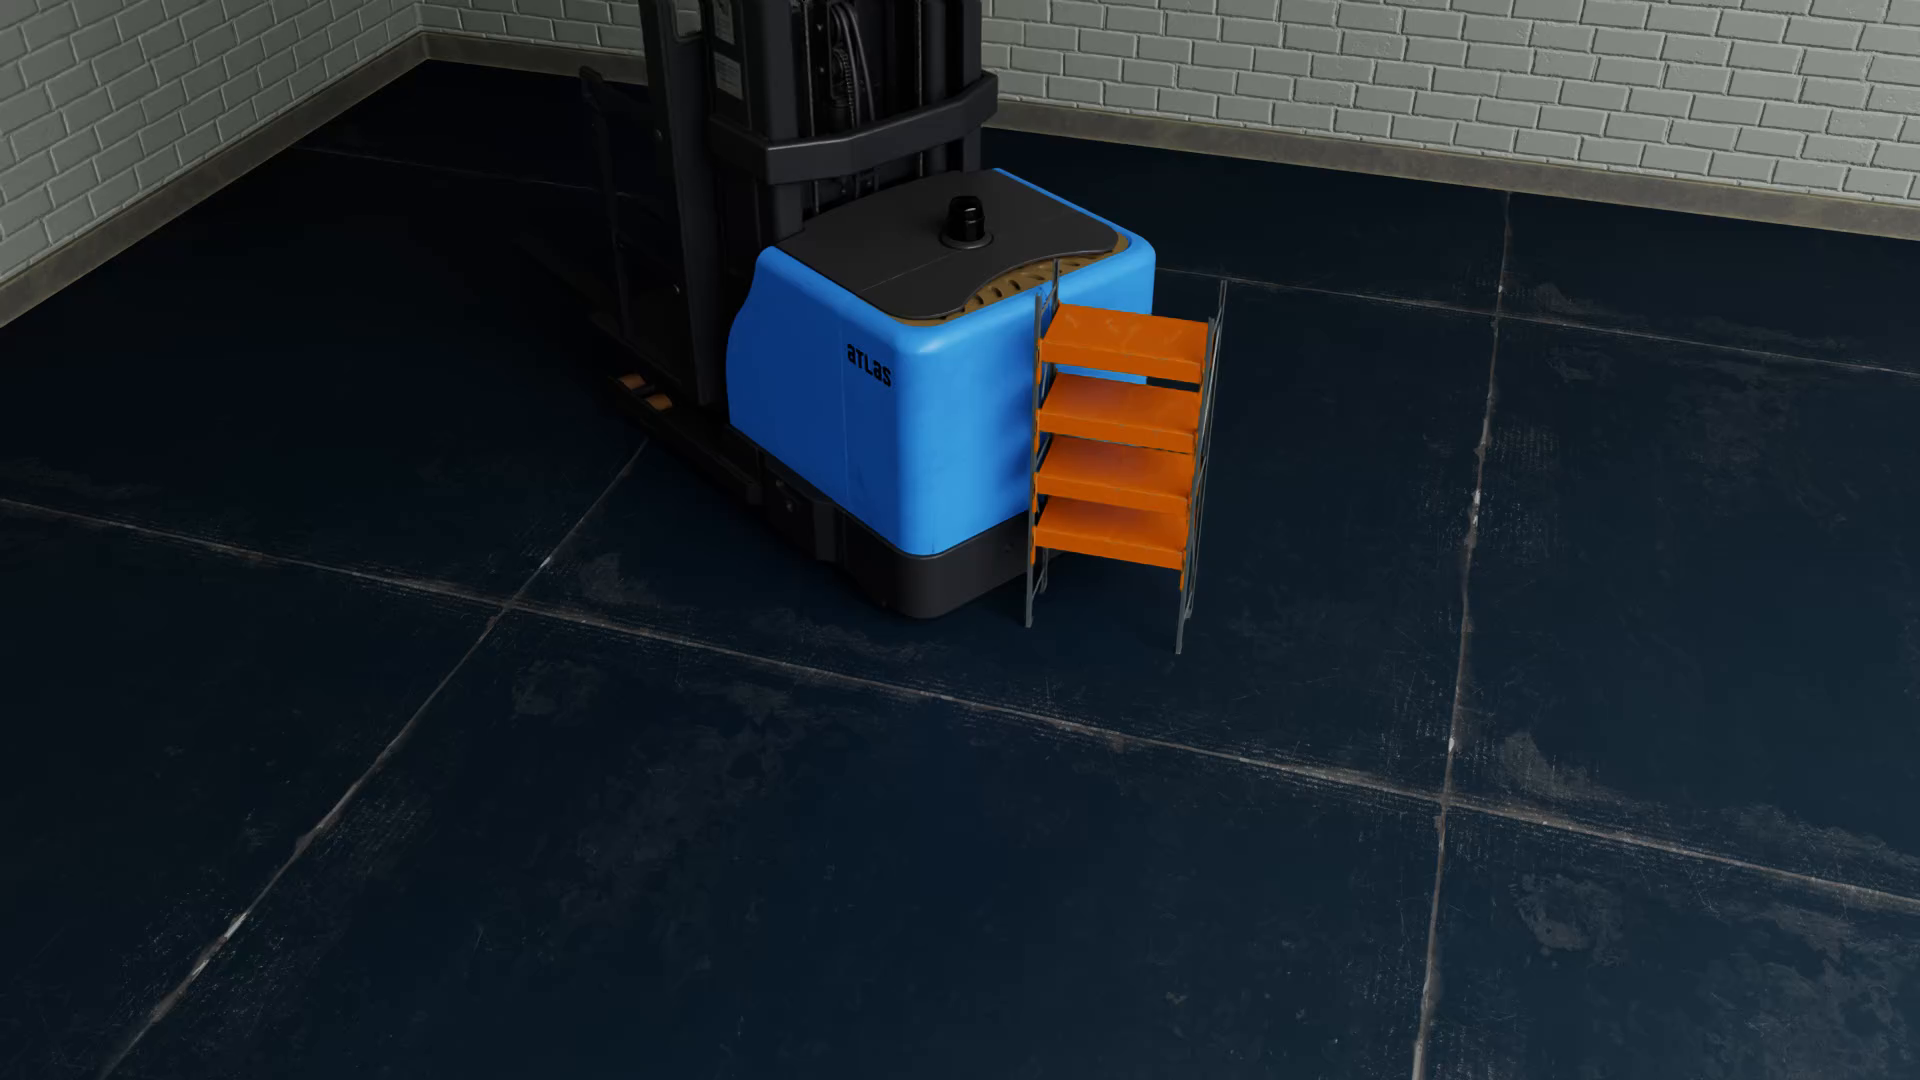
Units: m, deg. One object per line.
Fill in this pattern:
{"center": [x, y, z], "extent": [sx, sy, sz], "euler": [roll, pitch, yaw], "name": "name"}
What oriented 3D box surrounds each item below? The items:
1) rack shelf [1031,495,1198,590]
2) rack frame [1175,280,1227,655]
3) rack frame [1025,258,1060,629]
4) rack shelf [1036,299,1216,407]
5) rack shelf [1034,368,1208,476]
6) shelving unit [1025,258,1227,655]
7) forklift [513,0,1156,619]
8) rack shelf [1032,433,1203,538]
{"center": [0.485, -0.013, 5.205], "extent": [0.480, 0.148, 0.258], "euler": [10, 37, 13], "name": "rack shelf"}
{"center": [0.720, -0.188, 4.993], "extent": [0.015, 1.200, 0.240], "euler": [10, 37, 13], "name": "rack frame"}
{"center": [0.251, -0.267, 5.101], "extent": [0.015, 1.200, 0.240], "euler": [10, 37, 13], "name": "rack frame"}
{"center": [0.485, -0.544, 4.814], "extent": [0.480, 0.148, 0.258], "euler": [10, 37, 13], "name": "rack shelf"}
{"center": [0.485, -0.354, 4.954], "extent": [0.480, 0.148, 0.258], "euler": [10, 37, 13], "name": "rack shelf"}
{"center": [0.485, -0.228, 5.047], "extent": [0.503, 1.200, 0.258], "euler": [10, 37, 13], "name": "shelving unit"}
{"center": [-0.695, -1.734, 5.634], "extent": [1.130, 2.935, 3.031], "euler": [-26, 44, -31], "name": "forklift"}
{"center": [0.485, -0.173, 5.087], "extent": [0.480, 0.148, 0.258], "euler": [10, 37, 13], "name": "rack shelf"}
